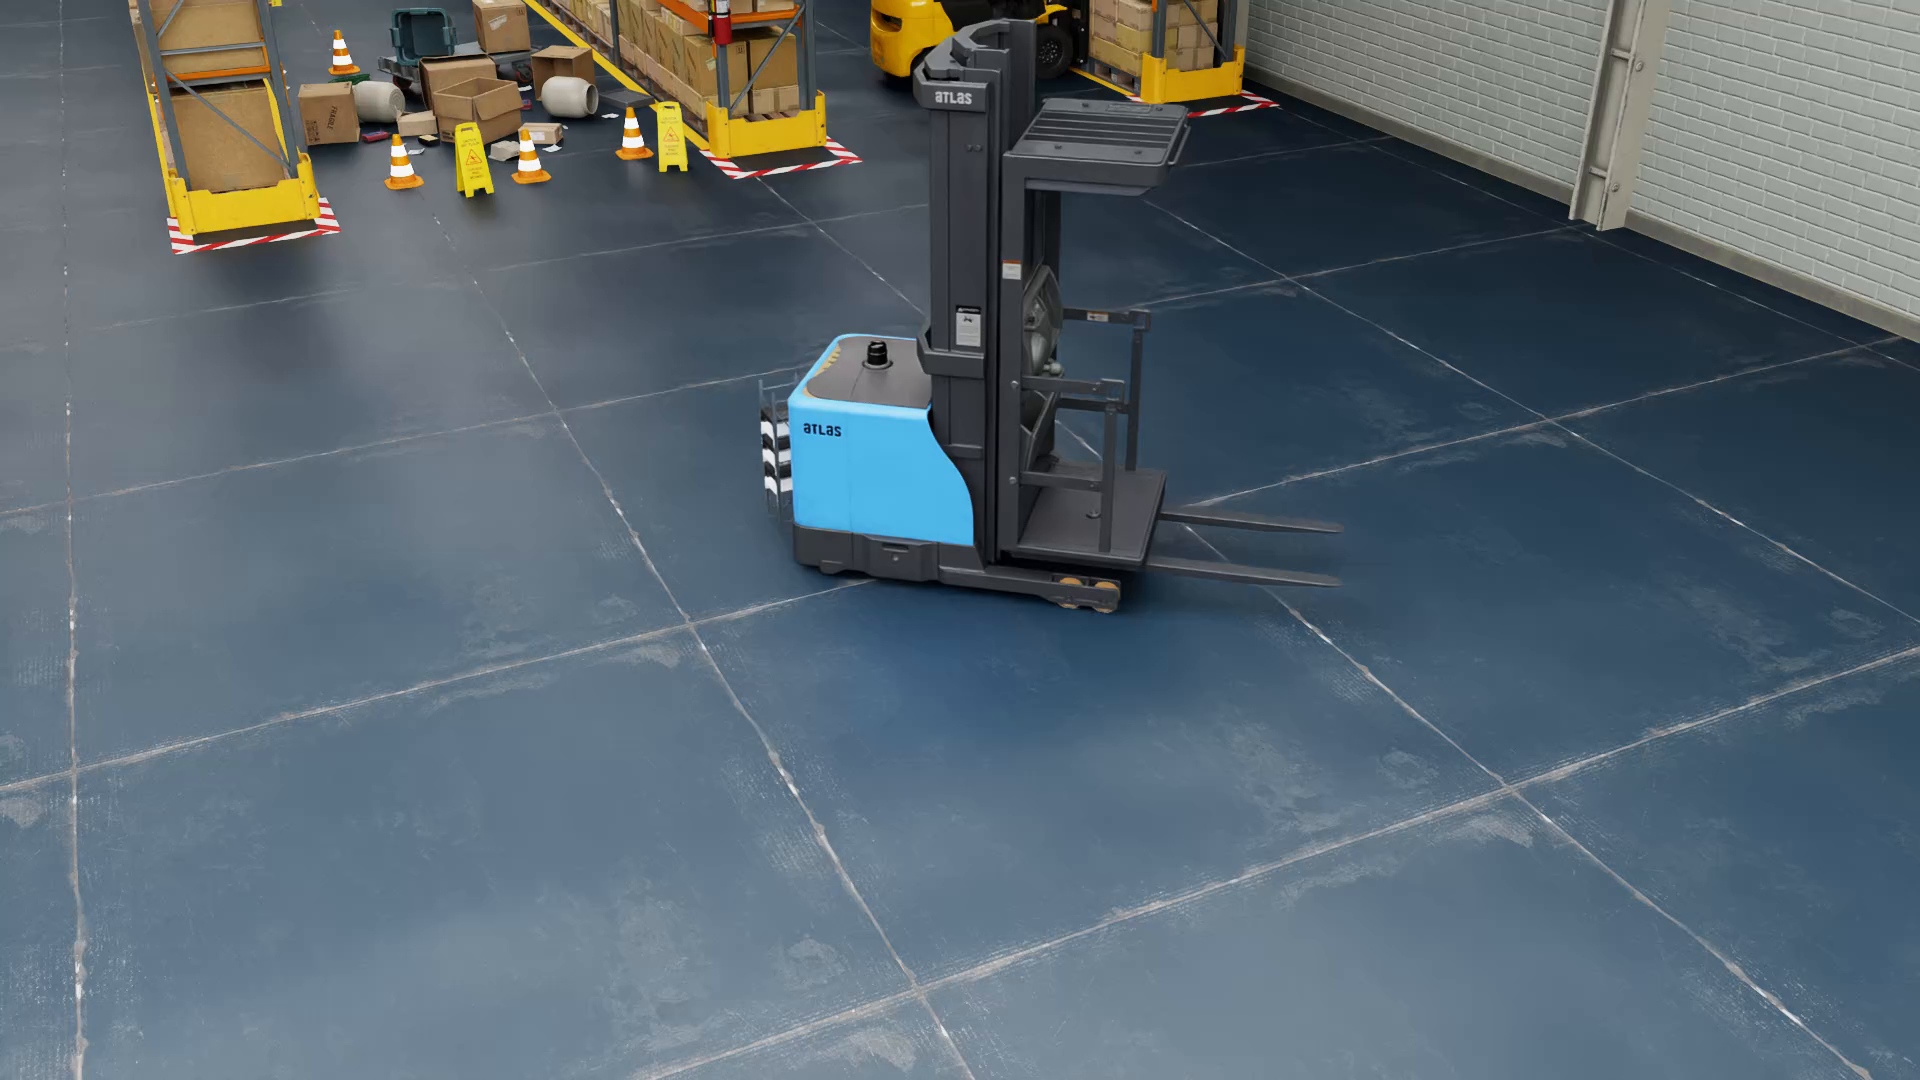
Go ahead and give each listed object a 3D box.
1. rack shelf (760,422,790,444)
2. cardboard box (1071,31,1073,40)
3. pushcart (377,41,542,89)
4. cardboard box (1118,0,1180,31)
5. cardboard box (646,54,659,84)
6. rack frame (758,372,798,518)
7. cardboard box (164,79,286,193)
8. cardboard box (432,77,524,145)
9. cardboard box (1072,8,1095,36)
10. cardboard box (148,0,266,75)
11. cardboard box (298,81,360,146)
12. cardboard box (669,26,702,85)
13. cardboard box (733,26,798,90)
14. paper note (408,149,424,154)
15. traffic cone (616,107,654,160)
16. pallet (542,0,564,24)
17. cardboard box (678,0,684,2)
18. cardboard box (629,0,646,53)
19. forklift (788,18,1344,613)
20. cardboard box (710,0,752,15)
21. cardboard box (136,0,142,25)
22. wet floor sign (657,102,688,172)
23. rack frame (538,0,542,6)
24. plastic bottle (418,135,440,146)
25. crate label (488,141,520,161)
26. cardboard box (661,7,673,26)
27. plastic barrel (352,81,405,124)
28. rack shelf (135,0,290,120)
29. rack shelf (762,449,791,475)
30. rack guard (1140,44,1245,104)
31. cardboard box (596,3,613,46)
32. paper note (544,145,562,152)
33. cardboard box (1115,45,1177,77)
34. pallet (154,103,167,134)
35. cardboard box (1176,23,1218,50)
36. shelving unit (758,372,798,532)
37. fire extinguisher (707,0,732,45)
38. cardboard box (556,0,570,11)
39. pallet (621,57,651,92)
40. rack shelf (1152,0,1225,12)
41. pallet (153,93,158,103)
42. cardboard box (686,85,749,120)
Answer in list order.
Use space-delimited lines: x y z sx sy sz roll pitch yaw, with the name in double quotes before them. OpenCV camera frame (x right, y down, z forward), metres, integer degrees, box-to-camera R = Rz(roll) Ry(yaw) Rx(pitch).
"rack shelf" -1.004 -0.637 9.666 0.258 0.077 0.200 -14 32 -23
"cardboard box" 1.435 -6.086 19.918 0.500 0.250 0.500 -12 31 -20
"pushcart" -5.660 -5.370 18.940 0.936 0.377 1.648 26 38 38
"cardboard box" 2.097 -5.849 18.474 0.500 0.250 0.500 -12 31 -20
"cardboard box" -3.143 -5.214 18.363 0.500 0.250 0.500 -14 32 -23
"rack frame" -1.049 -0.554 9.817 0.240 0.900 0.006 -14 32 -23
"cardboard box" -6.683 -3.706 15.034 0.875 0.875 0.875 -13 32 -22
"cardboard box" -4.945 -4.403 17.087 0.637 0.503 0.797 13 32 21
"cardboard box" 1.639 -6.090 19.415 0.500 0.250 0.500 -14 32 -23
"cardboard box" -6.532 -4.383 14.347 0.875 0.550 0.550 -13 32 -22
"cardboard box" -6.456 -4.371 17.031 0.500 0.500 0.500 -8 30 -13
"cardboard box" -2.711 -5.087 17.371 0.500 0.500 0.500 -12 31 -20
"cardboard box" -2.012 -4.983 17.185 0.500 0.500 0.500 -14 32 -24
"paper note" -5.454 -3.898 16.673 0.144 0.017 0.142 -3 29 -5
"traffic cone" -3.254 -4.060 16.517 0.336 0.463 0.334 -13 32 -22
"pallet" -5.005 -7.220 22.409 1.003 0.211 1.213 -13 32 -22
"cardboard box" -2.696 -5.572 16.877 0.380 0.149 0.250 -13 32 -21
"cardboard box" -3.372 -5.774 18.595 0.500 0.500 0.500 -12 31 -20
"forklift" 0.629 -1.169 8.839 3.031 2.935 1.130 7 30 11
"cardboard box" -2.258 -5.258 16.317 0.380 0.149 0.250 -12 31 -20
"cardboard box" -7.498 -5.334 16.042 0.875 0.550 0.550 -13 32 -22
"wet floor sign" -2.789 -3.912 16.067 0.267 0.644 0.232 -3 29 -5
"rack frame" -5.339 -8.781 22.343 1.000 3.000 0.127 -13 32 -22
"plastic bottle" -5.438 -4.083 16.969 0.283 0.061 0.133 26 38 38
"crate label" -4.504 -3.869 16.510 0.298 0.136 0.250 19 34 30
"cardboard box" -2.919 -5.517 17.474 0.380 0.149 0.250 -12 31 -20
"plastic barrel" -6.177 -4.628 17.570 0.512 0.421 0.421 7 30 13
"rack shelf" -7.190 -4.733 15.859 1.077 0.370 4.000 -13 32 -22
"rack shelf" -1.004 -0.480 9.754 0.258 0.077 0.200 -14 32 -23
"rack guard" 2.587 -5.190 18.495 1.175 0.500 0.348 -13 32 -22
"cardboard box" -3.849 -6.283 20.144 0.950 0.372 0.625 -13 32 -21
"paper note" -4.108 -3.952 16.767 0.142 0.019 0.148 26 38 38
"cardboard box" 2.090 -5.416 18.724 0.500 0.250 0.500 -13 32 -22
"pallet" -7.793 -4.362 17.313 1.003 0.211 1.213 -13 32 -22
"cardboard box" 2.563 -5.745 18.798 0.500 0.250 0.500 -12 32 -21
"shelving unit" -1.004 -0.509 9.738 0.258 0.900 0.210 -14 32 -23
"fire extinguisher" -2.272 -5.066 15.797 0.296 0.674 0.183 -13 32 -22
"cardboard box" -4.781 -7.242 21.856 0.950 0.372 0.625 -14 32 -23
"pallet" -3.302 -5.509 19.358 1.003 0.211 1.213 -13 32 -22
"rack shelf" 1.718 -6.861 19.654 1.077 0.370 4.000 -13 32 -22
"pallet" -8.448 -5.039 18.521 1.003 0.211 1.213 -13 32 -22
"cardboard box" -2.505 -4.542 17.166 0.500 0.250 0.500 -13 32 -22
